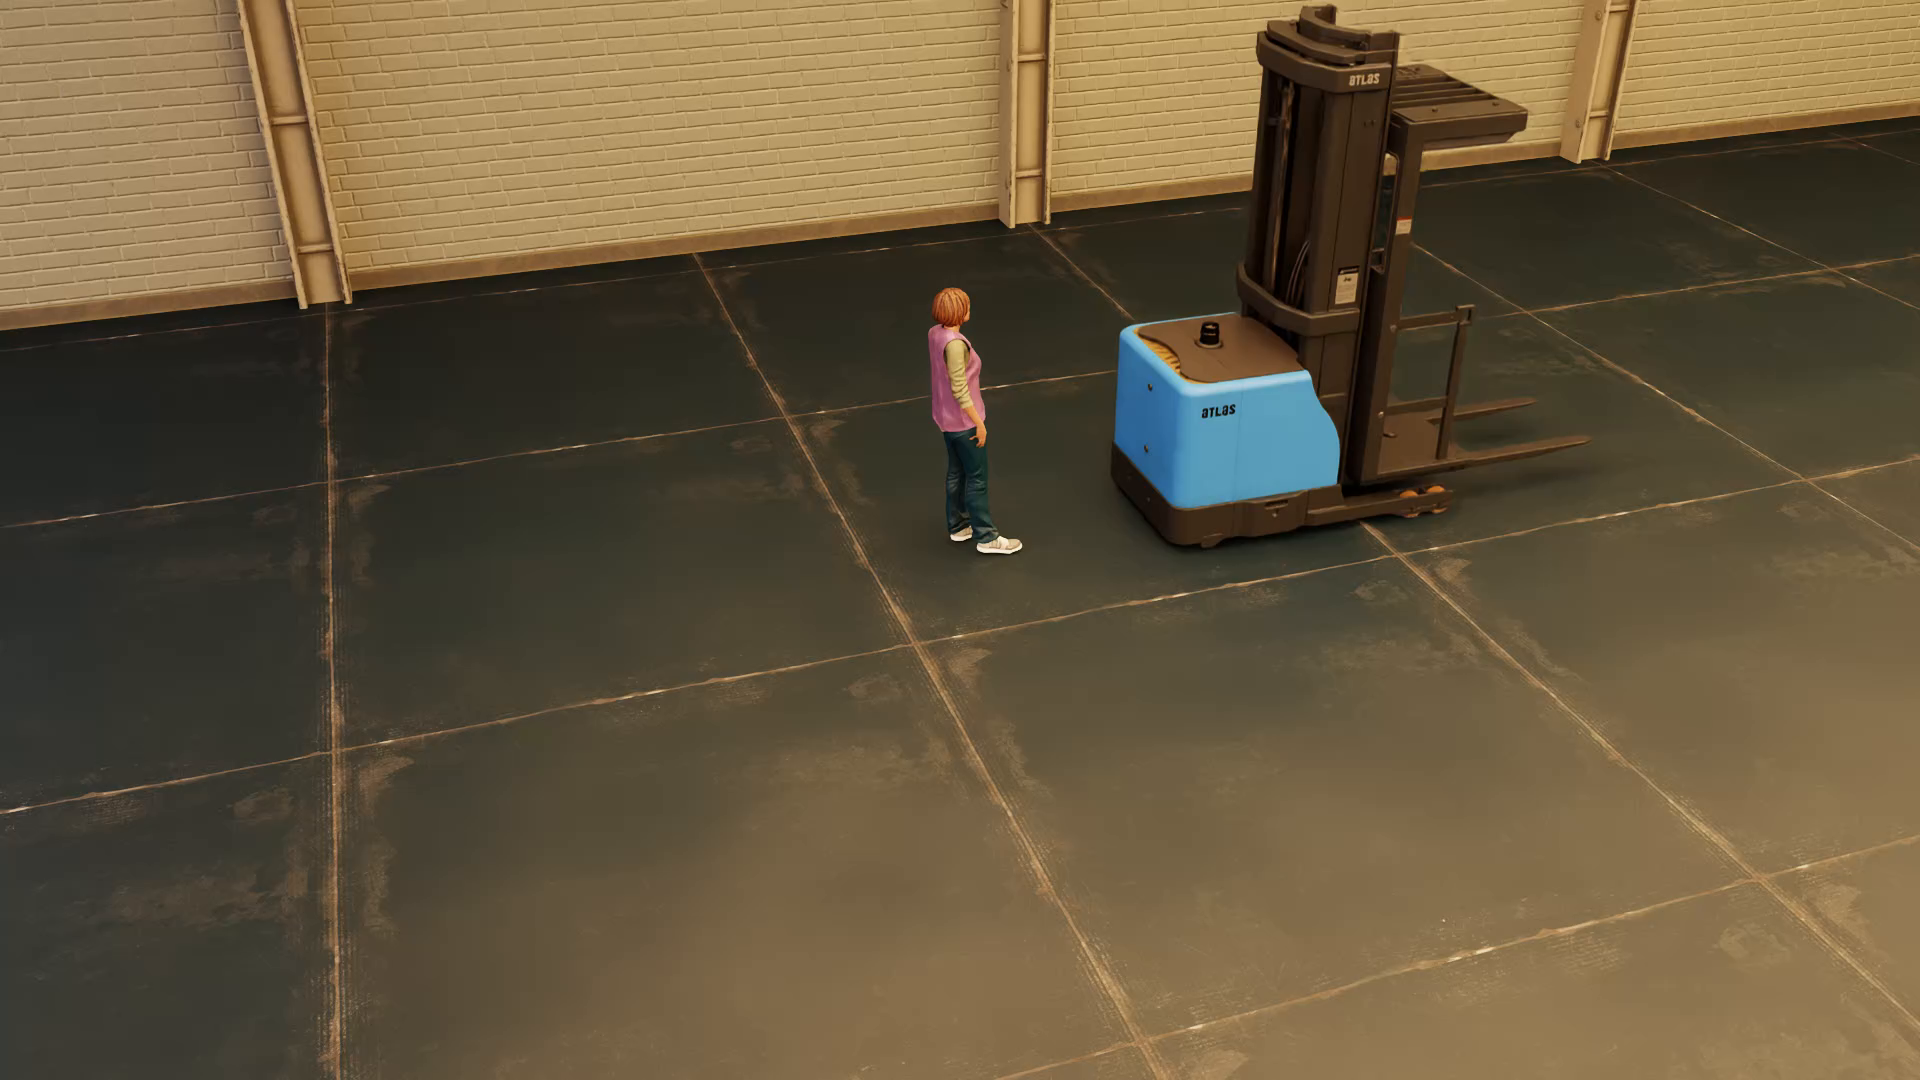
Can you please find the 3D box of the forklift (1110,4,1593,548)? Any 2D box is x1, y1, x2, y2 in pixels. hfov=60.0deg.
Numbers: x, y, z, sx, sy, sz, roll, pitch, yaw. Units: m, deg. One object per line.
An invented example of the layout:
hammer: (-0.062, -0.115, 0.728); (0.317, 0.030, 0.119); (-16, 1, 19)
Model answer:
forklift: (2.533, -1.647, 9.949); (3.031, 2.935, 1.130); (-9, 31, -16)

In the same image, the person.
person: (0.075, -0.704, 9.634); (0.473, 1.599, 0.521); (-10, 31, -16)
